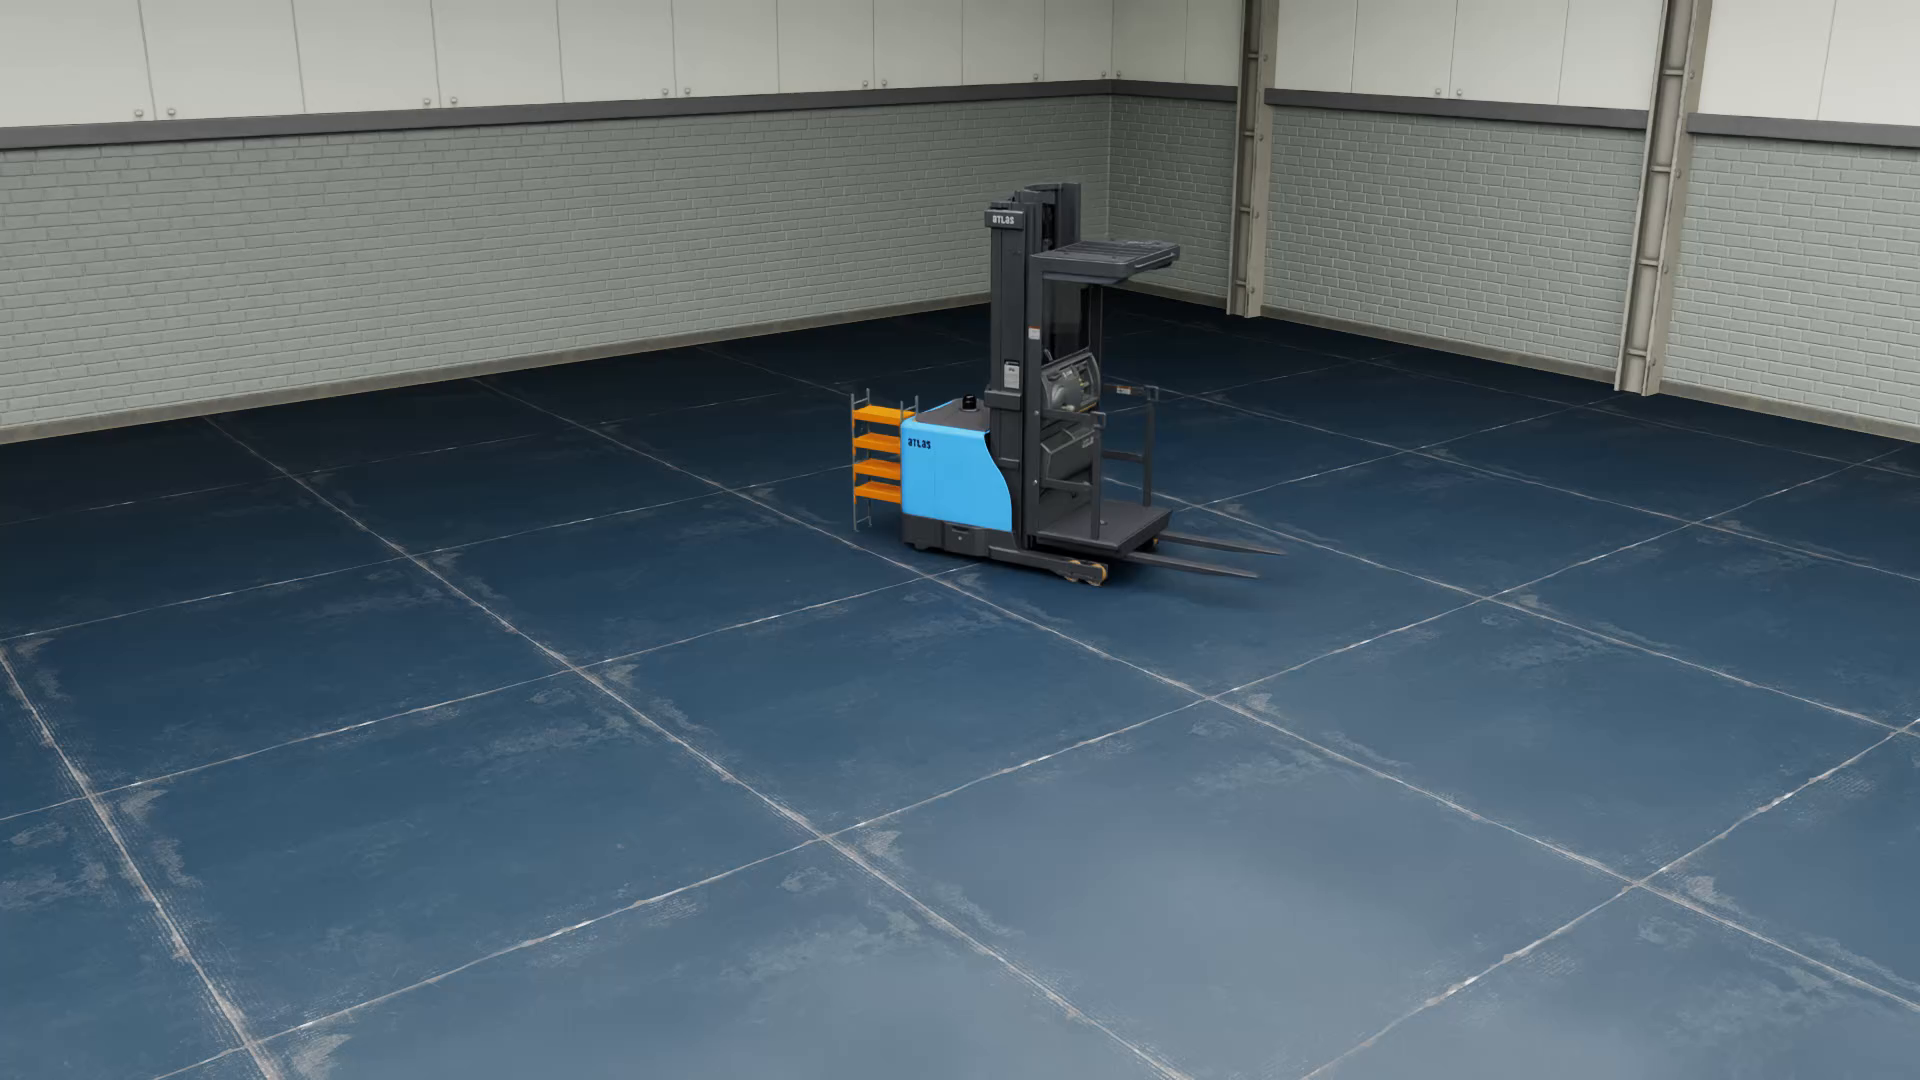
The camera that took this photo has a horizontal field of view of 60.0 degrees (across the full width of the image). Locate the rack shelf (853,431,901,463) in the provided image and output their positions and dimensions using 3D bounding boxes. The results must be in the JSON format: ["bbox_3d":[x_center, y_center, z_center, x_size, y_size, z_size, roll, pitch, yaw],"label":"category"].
[{"bbox_3d":[-0.620,-0.771,13.786,0.480,0.148,0.258,11,21,30],"label":"rack shelf"}]

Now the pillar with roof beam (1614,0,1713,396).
[{"bbox_3d":[4.356,-5.132,15.045,9.100,9.000,0.400,-14,23,-36],"label":"pillar with roof beam"}]

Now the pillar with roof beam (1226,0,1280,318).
[{"bbox_3d":[0.630,-6.610,19.510,9.100,9.000,0.400,-14,23,-36],"label":"pillar with roof beam"}]

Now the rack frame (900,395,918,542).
[{"bbox_3d":[-0.413,-0.582,13.712,0.015,1.200,0.240,11,21,30],"label":"rack frame"}]

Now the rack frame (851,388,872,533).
[{"bbox_3d":[-0.826,-0.664,13.958,0.015,1.200,0.240,11,21,30],"label":"rack frame"}]

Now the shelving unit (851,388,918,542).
[{"bbox_3d":[-0.620,-0.623,13.835,0.503,1.200,0.258,11,21,30],"label":"shelving unit"}]

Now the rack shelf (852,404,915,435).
[{"bbox_3d":[-0.620,-0.996,13.711,0.480,0.148,0.258,11,21,30],"label":"rack shelf"}]

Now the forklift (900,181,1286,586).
[{"bbox_3d":[1.047,-1.231,12.916,3.031,2.935,1.130,10,21,28],"label":"forklift"}]

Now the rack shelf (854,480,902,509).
[{"bbox_3d":[-0.620,-0.370,13.918,0.480,0.148,0.258,11,21,30],"label":"rack shelf"}]

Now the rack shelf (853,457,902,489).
[{"bbox_3d":[-0.620,-0.559,13.856,0.480,0.148,0.258,11,21,30],"label":"rack shelf"}]
